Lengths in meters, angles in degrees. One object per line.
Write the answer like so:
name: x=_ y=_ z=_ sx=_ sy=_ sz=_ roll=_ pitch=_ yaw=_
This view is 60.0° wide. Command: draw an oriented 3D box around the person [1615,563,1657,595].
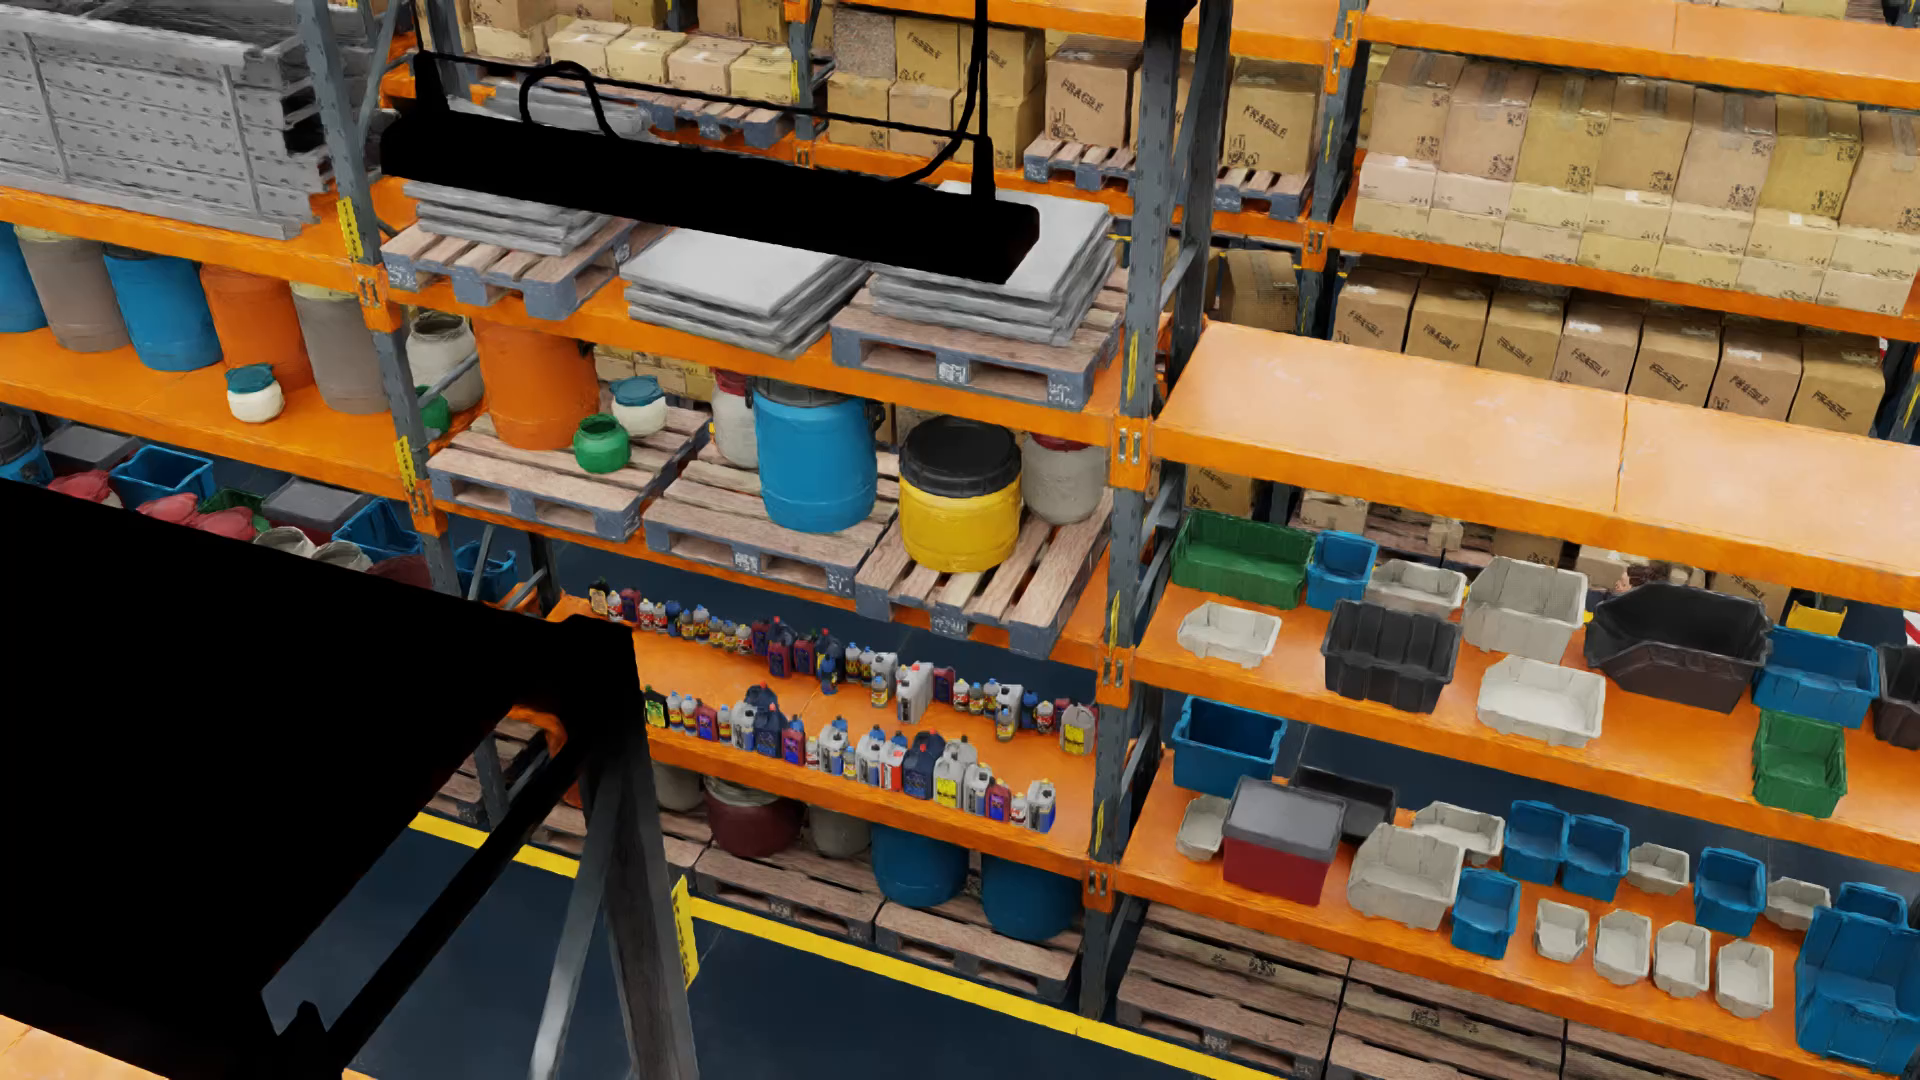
person: x=4.312 y=0.848 z=10.885 sx=1.019 sy=1.612 sz=0.455 roll=12 pitch=38 yaw=16
